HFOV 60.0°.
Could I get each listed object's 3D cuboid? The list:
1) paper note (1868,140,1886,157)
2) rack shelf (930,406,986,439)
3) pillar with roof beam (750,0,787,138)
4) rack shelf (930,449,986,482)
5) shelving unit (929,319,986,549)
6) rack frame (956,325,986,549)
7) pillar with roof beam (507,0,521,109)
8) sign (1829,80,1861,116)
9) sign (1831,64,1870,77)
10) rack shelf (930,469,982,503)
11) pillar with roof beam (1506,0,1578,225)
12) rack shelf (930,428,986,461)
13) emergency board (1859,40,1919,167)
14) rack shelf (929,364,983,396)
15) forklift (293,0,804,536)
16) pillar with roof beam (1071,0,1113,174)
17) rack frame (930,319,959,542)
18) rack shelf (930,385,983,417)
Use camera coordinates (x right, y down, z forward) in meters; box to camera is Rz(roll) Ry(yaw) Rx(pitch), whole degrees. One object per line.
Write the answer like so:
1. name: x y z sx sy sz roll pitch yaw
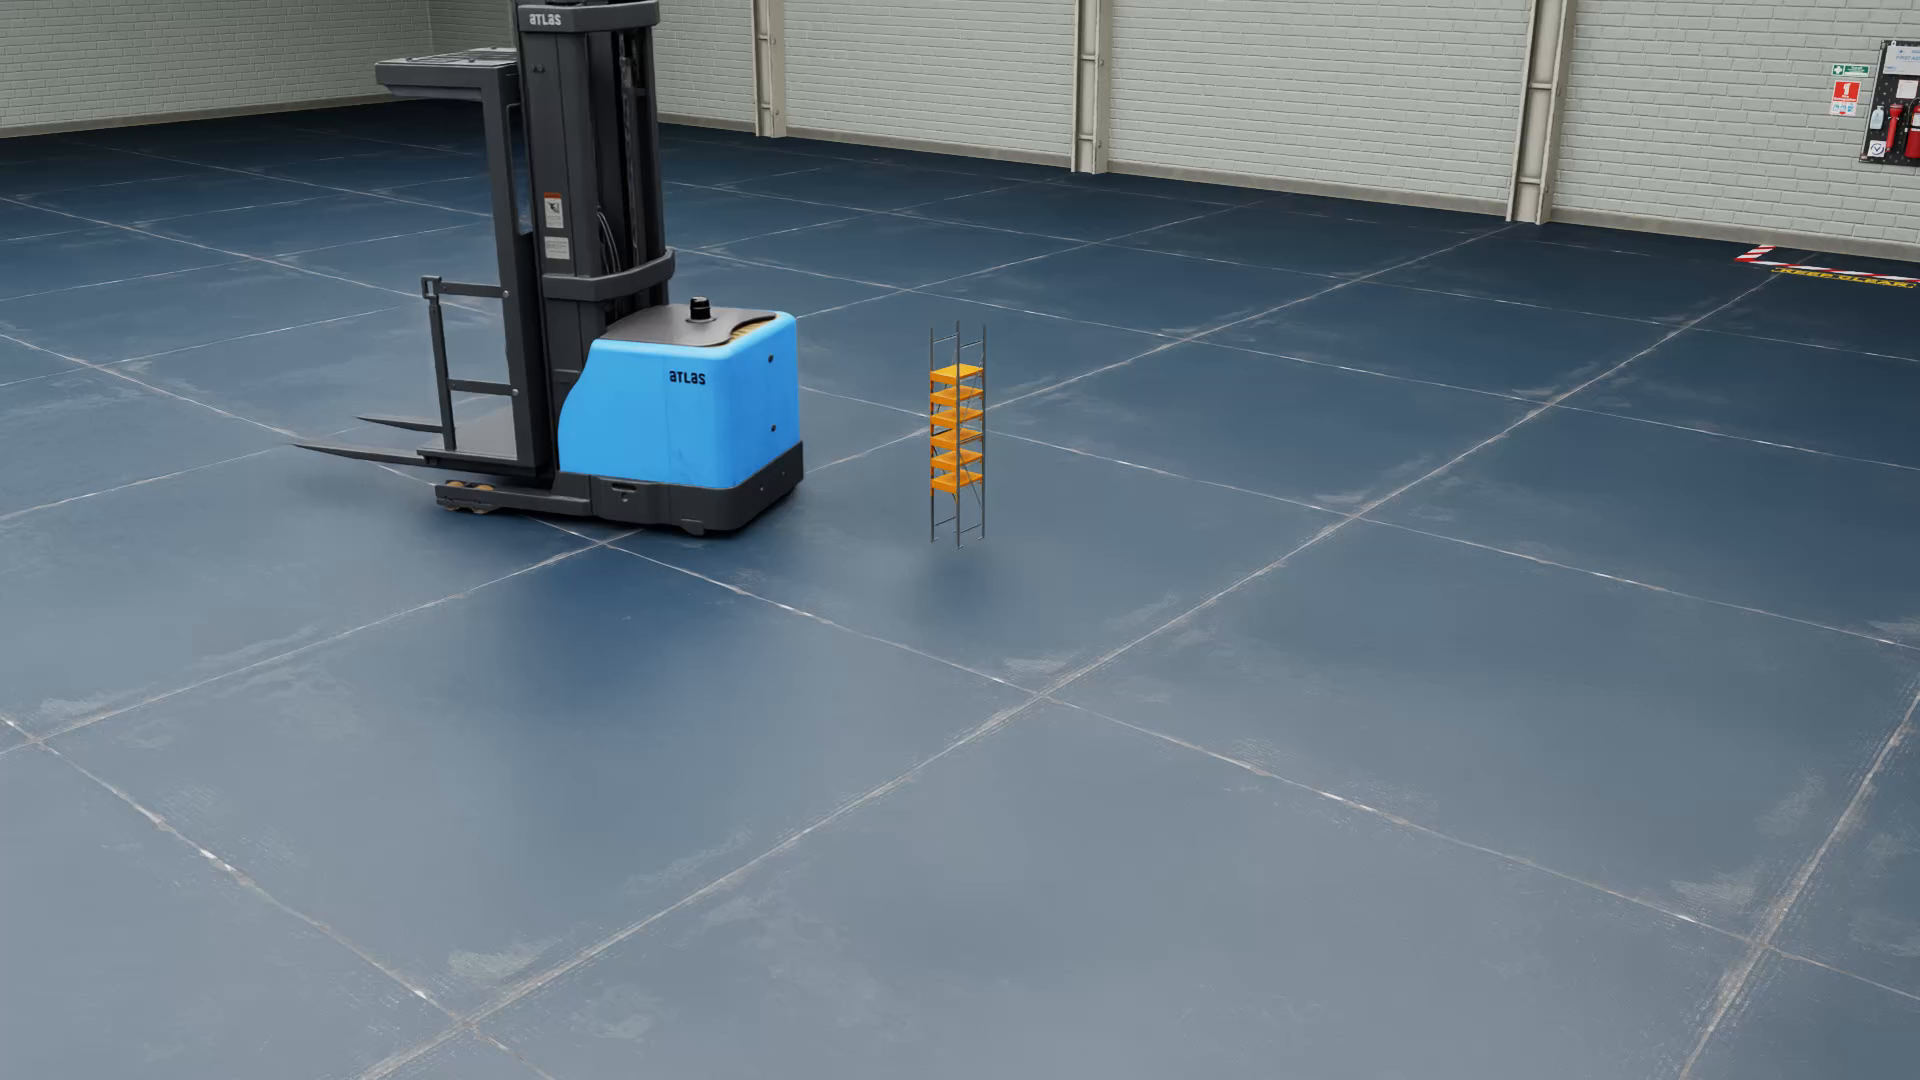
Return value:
1. paper note: 9.044 -3.859 16.398 0.142 0.148 0.016 16 26 36
2. rack shelf: -0.011 -0.635 8.938 0.180 0.103 0.258 16 26 36
3. pillar with roof beam: -5.639 -9.297 21.068 0.400 9.000 9.100 16 26 36
4. rack shelf: -0.011 -0.411 9.023 0.180 0.103 0.258 16 26 36
5. shelving unit: -0.011 -0.565 8.965 0.189 1.200 0.258 16 26 36
6. rack frame: 0.060 -0.544 8.911 0.006 1.200 0.240 16 26 36
7. pillar with roof beam: -10.288 -10.635 24.618 0.400 9.000 9.100 16 26 36
8. sign: 8.774 -4.381 16.483 0.234 0.329 0.001 16 26 36
9. sign: 8.772 -4.625 16.380 0.331 0.109 0.001 16 26 36
10. rack shelf: -0.011 -0.298 9.065 0.180 0.103 0.258 16 26 36
11. pillar with roof beam: 3.657 -6.619 13.968 0.400 9.000 9.100 16 26 36
12. rack shelf: -0.011 -0.523 8.981 0.180 0.103 0.258 16 26 36
13. emergency board: 9.137 -4.212 16.087 0.643 1.169 0.194 16 26 36
14. rack shelf: -0.011 -0.860 8.854 0.180 0.103 0.258 16 26 36
15. forklift: -2.508 -1.688 9.492 3.031 2.935 1.130 7 22 17
16. pillar with roof beam: -0.991 -7.958 17.518 0.400 9.000 9.100 16 26 36
17. rack frame: -0.082 -0.585 9.019 0.006 1.200 0.240 16 26 36
18. rack shelf: -0.011 -0.748 8.896 0.180 0.103 0.258 16 26 36
